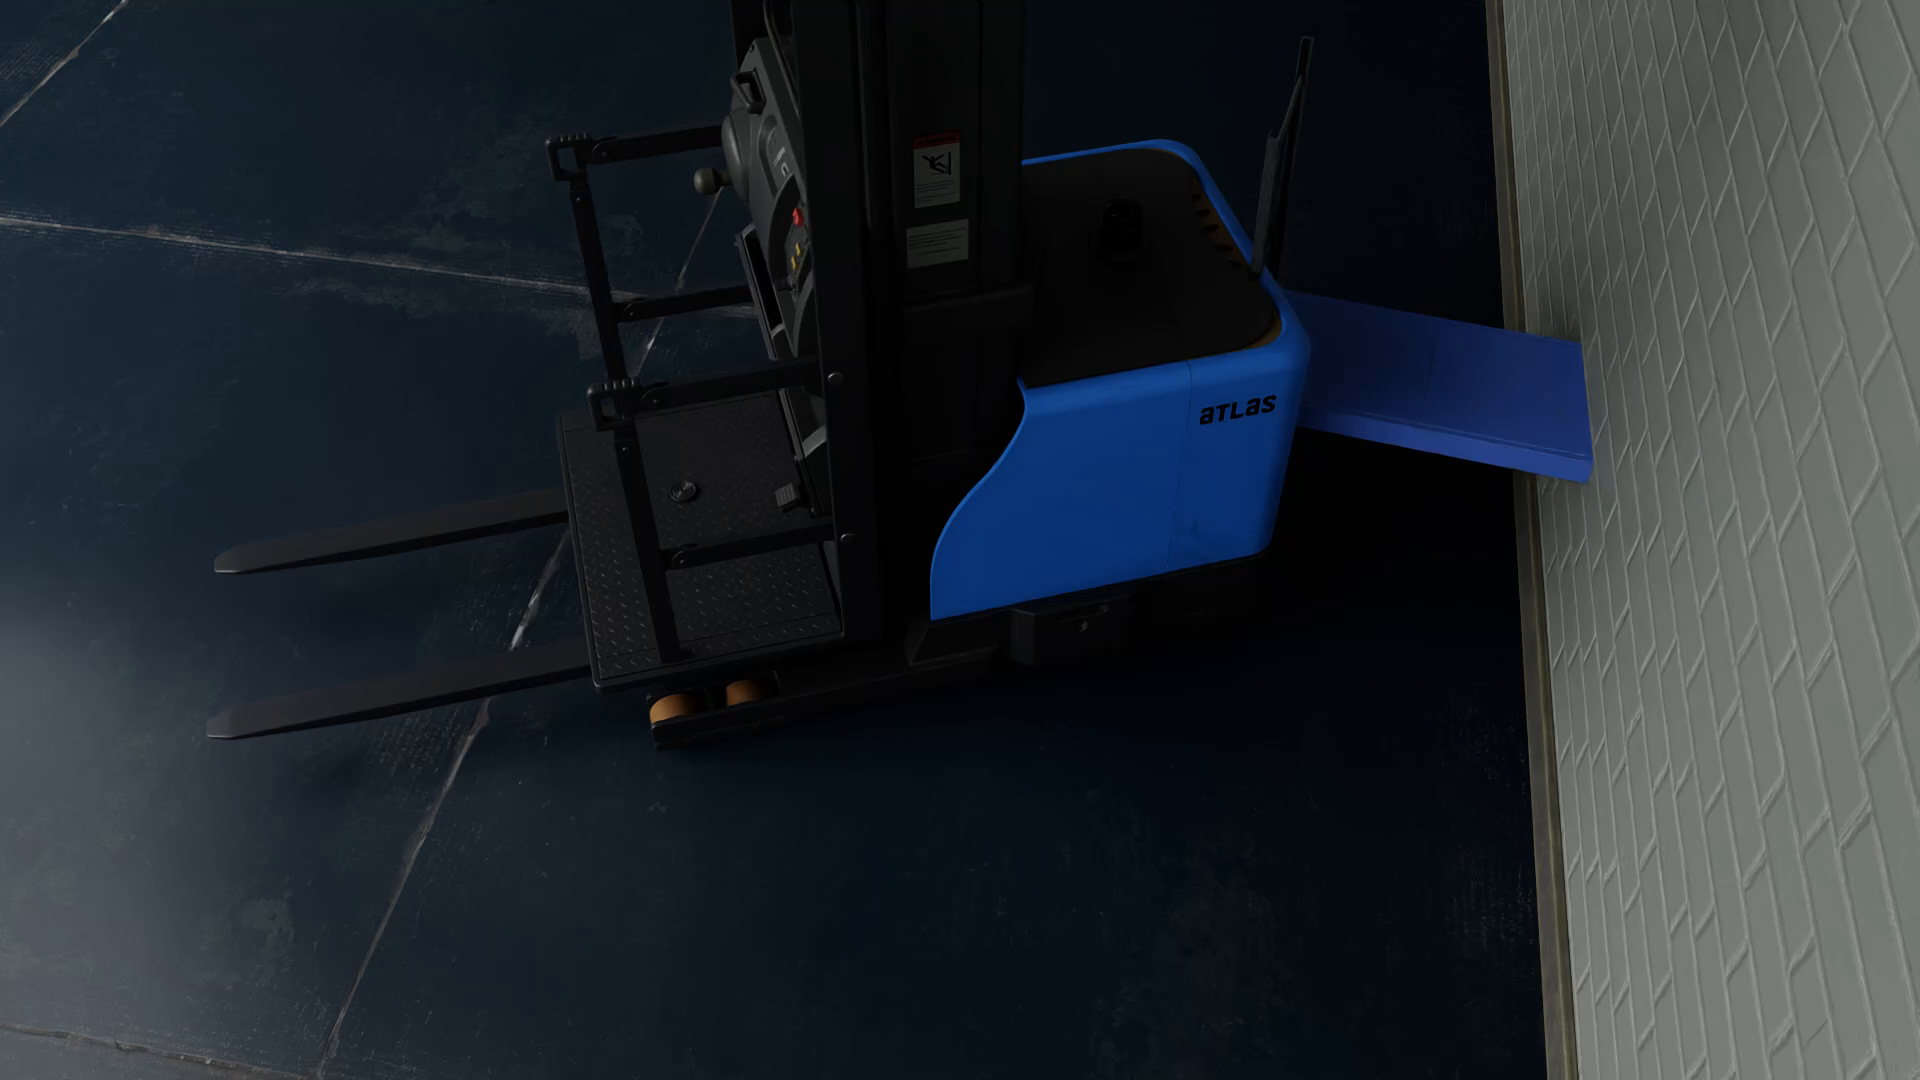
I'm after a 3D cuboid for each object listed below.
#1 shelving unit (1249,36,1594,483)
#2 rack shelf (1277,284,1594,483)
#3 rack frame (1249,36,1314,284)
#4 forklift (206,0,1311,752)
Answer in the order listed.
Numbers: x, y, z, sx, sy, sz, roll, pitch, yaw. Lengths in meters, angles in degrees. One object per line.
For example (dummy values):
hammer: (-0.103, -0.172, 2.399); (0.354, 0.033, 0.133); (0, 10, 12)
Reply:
shelving unit: (1.355, -0.554, 4.723); (1.048, 1.500, 0.538); (13, 49, 13)
rack shelf: (1.359, -0.432, 4.855); (1.000, 0.185, 0.538); (13, 49, 13)
rack frame: (0.872, -0.662, 4.837); (0.032, 1.500, 0.500); (13, 49, 13)
forklift: (-0.649, -0.827, 4.023); (3.031, 2.935, 1.130); (-11, 49, -10)
